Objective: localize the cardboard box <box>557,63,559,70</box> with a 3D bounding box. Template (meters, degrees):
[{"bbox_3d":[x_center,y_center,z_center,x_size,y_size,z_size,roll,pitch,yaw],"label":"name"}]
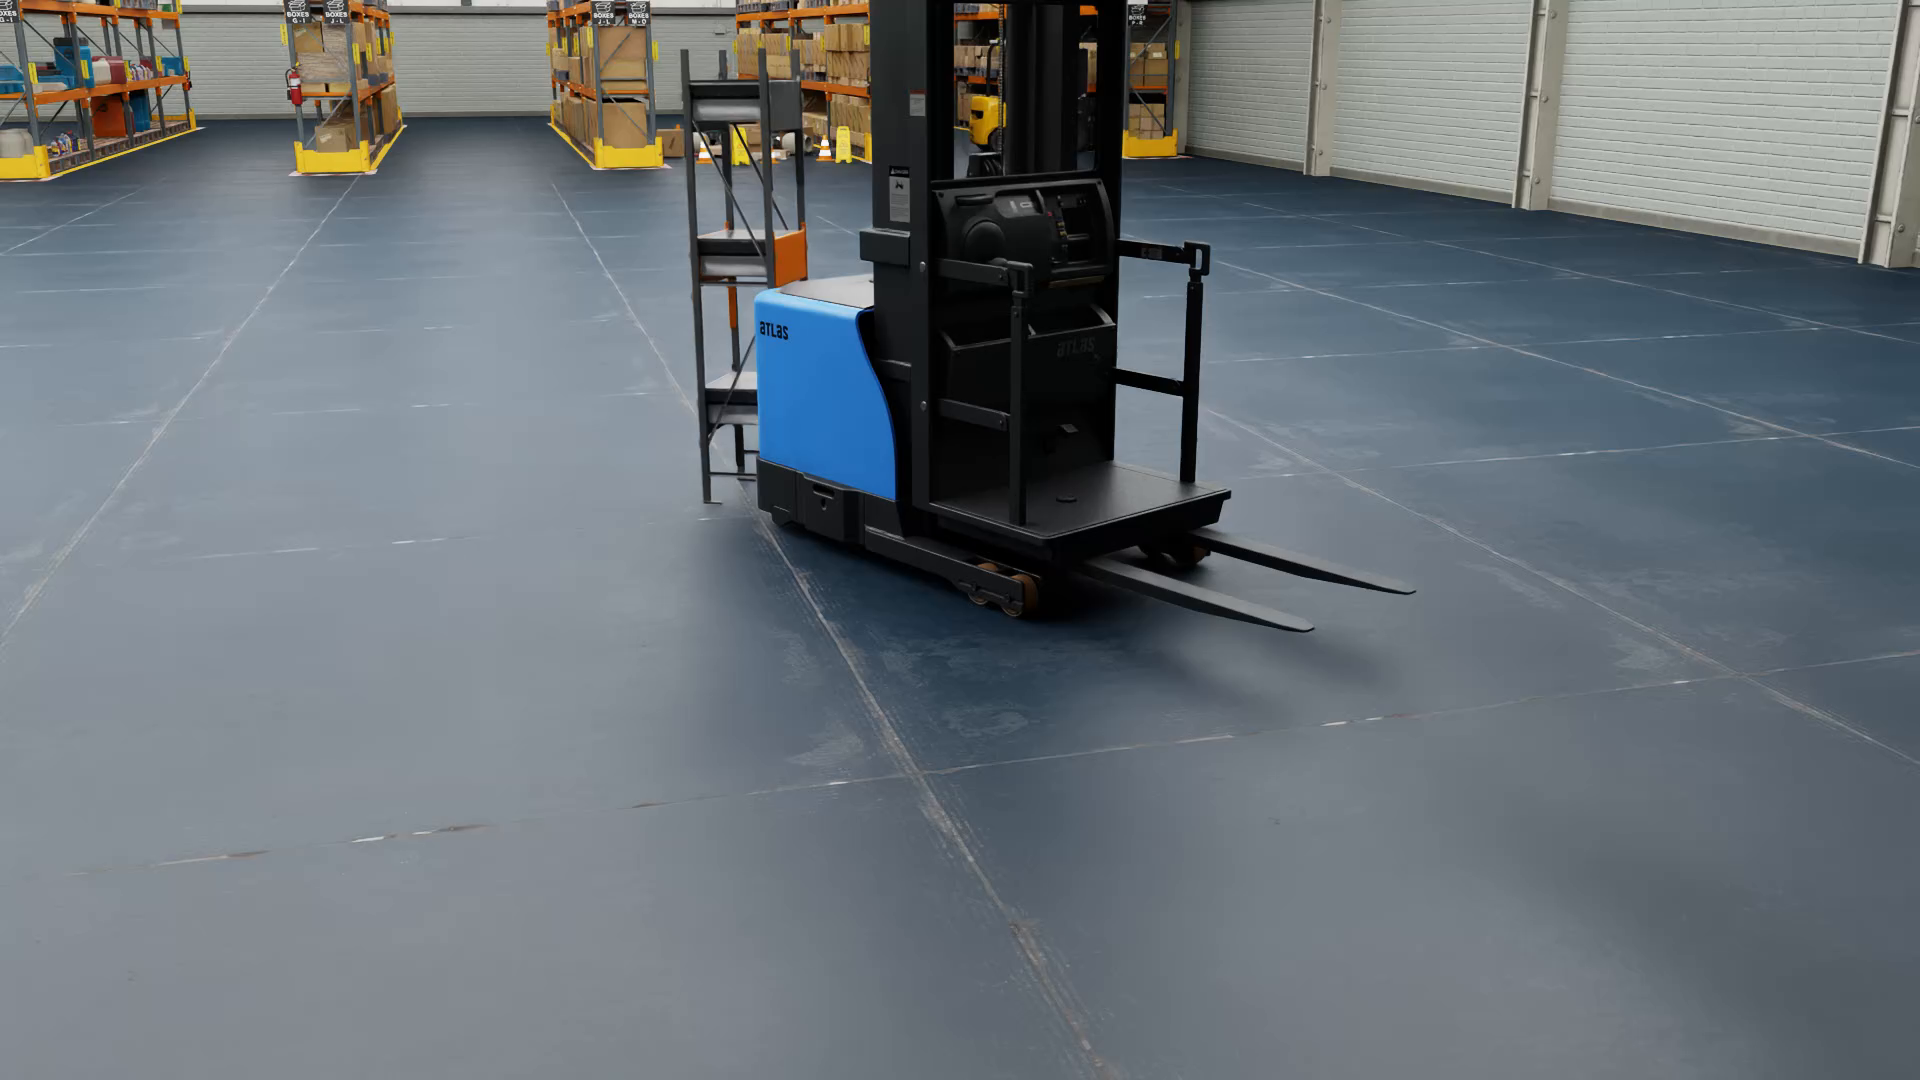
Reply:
[{"bbox_3d":[-8.940,-10.767,37.787,0.380,0.149,0.250,-5,18,-18],"label":"cardboard box"}]

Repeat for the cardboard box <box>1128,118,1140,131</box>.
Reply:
[{"bbox_3d":[3.183,-8.136,32.503,0.500,0.250,0.500,-5,17,-16],"label":"cardboard box"}]

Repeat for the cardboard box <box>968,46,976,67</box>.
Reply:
[{"bbox_3d":[0.595,-11.958,41.145,0.700,0.500,0.500,-5,17,-16],"label":"cardboard box"}]

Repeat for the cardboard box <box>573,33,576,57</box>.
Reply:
[{"bbox_3d":[-7.971,-10.704,35.960,0.700,0.500,0.500,-5,17,-16],"label":"cardboard box"}]

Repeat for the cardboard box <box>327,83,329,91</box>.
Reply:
[{"bbox_3d":[-11.229,-7.944,29.122,0.380,0.149,0.250,-5,17,-15],"label":"cardboard box"}]

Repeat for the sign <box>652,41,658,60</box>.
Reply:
[{"bbox_3d":[-5.351,-8.584,29.172,0.100,0.325,0.005,-5,17,-15],"label":"sign"}]

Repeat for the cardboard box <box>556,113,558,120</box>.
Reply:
[{"bbox_3d":[-10.110,-10.828,42.512,0.380,0.149,0.250,-6,18,-18],"label":"cardboard box"}]

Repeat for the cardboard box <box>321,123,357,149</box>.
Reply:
[{"bbox_3d":[-11.189,-7.240,29.957,0.500,0.500,0.500,-3,17,-10],"label":"cardboard box"}]

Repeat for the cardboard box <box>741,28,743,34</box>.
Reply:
[{"bbox_3d":[-5.618,-13.504,44.154,0.380,0.149,0.250,-4,17,-14],"label":"cardboard box"}]

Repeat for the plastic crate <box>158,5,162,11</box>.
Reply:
[{"bbox_3d":[-19.036,-12.518,39.154,0.437,0.136,0.530,-5,17,-15],"label":"plastic crate"}]

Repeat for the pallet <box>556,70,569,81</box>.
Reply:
[{"bbox_3d":[-8.383,-10.399,37.190,1.213,0.211,1.003,-5,17,-15],"label":"pallet"}]

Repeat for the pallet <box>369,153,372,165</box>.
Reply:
[{"bbox_3d":[-10.893,-6.638,29.184,1.003,0.211,1.213,-5,17,-15],"label":"pallet"}]

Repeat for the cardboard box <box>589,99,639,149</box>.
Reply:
[{"bbox_3d":[-6.380,-7.698,30.830,0.875,0.875,0.875,-5,17,-16],"label":"cardboard box"}]

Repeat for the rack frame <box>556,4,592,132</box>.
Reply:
[{"bbox_3d":[-9.184,-11.409,40.218,1.000,3.000,0.127,-5,17,-15],"label":"rack frame"}]

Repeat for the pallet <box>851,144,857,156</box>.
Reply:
[{"bbox_3d":[-1.696,-7.758,32.914,1.003,0.211,1.213,-5,17,-15],"label":"pallet"}]

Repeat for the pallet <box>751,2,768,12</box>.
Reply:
[{"bbox_3d":[-4.667,-13.449,41.951,1.003,0.211,1.213,-5,17,-15],"label":"pallet"}]

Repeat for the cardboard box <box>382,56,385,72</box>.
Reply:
[{"bbox_3d":[-13.310,-10.703,37.696,0.500,0.500,0.500,-5,17,-16],"label":"cardboard box"}]

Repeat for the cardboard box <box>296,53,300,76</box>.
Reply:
[{"bbox_3d":[-11.060,-8.199,28.841,0.875,0.500,0.500,-5,17,-15],"label":"cardboard box"}]

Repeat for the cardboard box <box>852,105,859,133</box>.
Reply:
[{"bbox_3d":[-1.772,-8.097,31.940,0.500,0.500,0.500,-4,17,-13],"label":"cardboard box"}]

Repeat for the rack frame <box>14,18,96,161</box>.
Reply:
[{"bbox_3d":[-16.544,-8.440,30.335,1.000,3.000,0.127,-5,17,-15],"label":"rack frame"}]

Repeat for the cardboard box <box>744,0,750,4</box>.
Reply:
[{"bbox_3d":[-5.474,-14.180,43.765,0.380,0.149,0.250,-4,17,-13],"label":"cardboard box"}]

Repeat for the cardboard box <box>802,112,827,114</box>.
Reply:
[{"bbox_3d":[-3.207,-9.507,37.725,0.950,0.372,0.625,-6,18,-19],"label":"cardboard box"}]

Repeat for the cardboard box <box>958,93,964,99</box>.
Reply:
[{"bbox_3d":[0.162,-11.416,42.729,0.380,0.149,0.250,-4,17,-13],"label":"cardboard box"}]

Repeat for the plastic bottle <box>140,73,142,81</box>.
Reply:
[{"bbox_3d":[-17.990,-10.166,36.428,0.097,0.201,0.097,0,17,0],"label":"plastic bottle"}]

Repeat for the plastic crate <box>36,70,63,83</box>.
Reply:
[{"bbox_3d":[-16.523,-8.255,29.829,0.767,0.338,0.504,-5,17,-15],"label":"plastic crate"}]

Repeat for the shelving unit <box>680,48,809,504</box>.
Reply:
[{"bbox_3d":[-0.995,-1.244,7.919,0.431,2.100,0.503,3,16,12],"label":"shelving unit"}]

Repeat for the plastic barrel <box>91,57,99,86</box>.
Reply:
[{"bbox_3d":[-16.798,-8.990,31.930,0.433,0.535,0.433,0,17,0],"label":"plastic barrel"}]

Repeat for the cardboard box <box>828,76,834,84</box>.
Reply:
[{"bbox_3d":[-2.475,-9.382,33.909,0.380,0.149,0.250,-5,17,-16],"label":"cardboard box"}]

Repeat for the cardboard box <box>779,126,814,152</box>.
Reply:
[{"bbox_3d":[-3.268,-8.015,33.262,0.500,0.500,0.500,7,18,23],"label":"cardboard box"}]

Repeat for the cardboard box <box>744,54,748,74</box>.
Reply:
[{"bbox_3d":[-5.407,-12.547,43.834,0.500,0.500,0.500,-5,17,-16],"label":"cardboard box"}]

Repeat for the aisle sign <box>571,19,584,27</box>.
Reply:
[{"bbox_3d":[-10.015,-13.804,43.674,0.394,0.787,0.004,-5,17,-15],"label":"aisle sign"}]

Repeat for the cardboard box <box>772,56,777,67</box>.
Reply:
[{"bbox_3d":[-4.178,-11.428,39.675,0.500,0.250,0.500,-5,17,-17],"label":"cardboard box"}]

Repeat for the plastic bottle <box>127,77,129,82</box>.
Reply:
[{"bbox_3d":[-17.579,-9.760,34.946,0.152,0.276,0.135,-5,17,-15],"label":"plastic bottle"}]

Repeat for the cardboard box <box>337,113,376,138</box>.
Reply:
[{"bbox_3d":[-12.351,-8.459,33.979,0.700,0.500,0.500,-3,17,-11],"label":"cardboard box"}]

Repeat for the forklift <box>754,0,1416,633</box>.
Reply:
[{"bbox_3d":[0.414,-1.269,6.583,1.130,2.935,3.031,-14,22,-39],"label":"forklift"}]

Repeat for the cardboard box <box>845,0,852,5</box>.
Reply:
[{"bbox_3d":[-1.986,-10.323,31.826,0.380,0.149,0.250,-5,17,-16],"label":"cardboard box"}]

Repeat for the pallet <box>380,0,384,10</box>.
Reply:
[{"bbox_3d":[-14.195,-12.666,39.343,1.003,0.211,1.213,-5,17,-15],"label":"pallet"}]

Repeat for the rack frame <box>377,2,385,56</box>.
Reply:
[{"bbox_3d":[-13.981,-11.044,39.006,1.000,3.000,0.127,-5,17,-15],"label":"rack frame"}]

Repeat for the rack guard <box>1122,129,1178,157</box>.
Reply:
[{"bbox_3d":[3.624,-7.698,32.211,1.175,0.500,0.348,-5,17,-15],"label":"rack guard"}]

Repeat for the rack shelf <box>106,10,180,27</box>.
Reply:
[{"bbox_3d":[-19.293,-12.298,39.216,1.077,0.370,4.000,-5,17,-15],"label":"rack shelf"}]

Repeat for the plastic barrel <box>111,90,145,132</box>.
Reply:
[{"bbox_3d":[-18.415,-9.501,36.786,0.600,0.901,0.708,-5,17,-15],"label":"plastic barrel"}]

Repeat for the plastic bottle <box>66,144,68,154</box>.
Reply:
[{"bbox_3d":[-15.849,-6.937,29.431,0.097,0.201,0.097,0,17,0],"label":"plastic bottle"}]

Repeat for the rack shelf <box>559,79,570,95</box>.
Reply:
[{"bbox_3d":[-8.634,-10.511,38.480,1.077,0.370,4.000,-5,17,-15],"label":"rack shelf"}]

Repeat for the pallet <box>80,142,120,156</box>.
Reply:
[{"bbox_3d":[-17.136,-7.657,32.575,1.003,0.211,1.213,-5,17,-15],"label":"pallet"}]

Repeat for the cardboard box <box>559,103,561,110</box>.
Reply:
[{"bbox_3d":[-9.716,-10.743,41.193,0.380,0.149,0.250,-5,17,-16],"label":"cardboard box"}]

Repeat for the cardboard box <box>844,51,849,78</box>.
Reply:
[{"bbox_3d":[-1.957,-9.246,32.329,0.500,0.500,0.500,-4,17,-15],"label":"cardboard box"}]

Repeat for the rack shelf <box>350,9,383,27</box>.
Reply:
[{"bbox_3d":[-13.431,-11.583,36.836,1.077,0.370,4.000,-5,17,-15],"label":"rack shelf"}]

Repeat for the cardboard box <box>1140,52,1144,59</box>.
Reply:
[{"bbox_3d":[3.644,-9.438,32.357,0.380,0.149,0.250,-5,17,-15],"label":"cardboard box"}]

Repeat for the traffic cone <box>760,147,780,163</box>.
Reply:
[{"bbox_3d":[-3.487,-7.129,30.380,0.336,0.463,0.334,-5,17,-15],"label":"traffic cone"}]

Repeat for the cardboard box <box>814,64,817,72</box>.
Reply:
[{"bbox_3d":[-2.895,-10.029,35.333,0.380,0.149,0.250,-5,17,-15],"label":"cardboard box"}]
